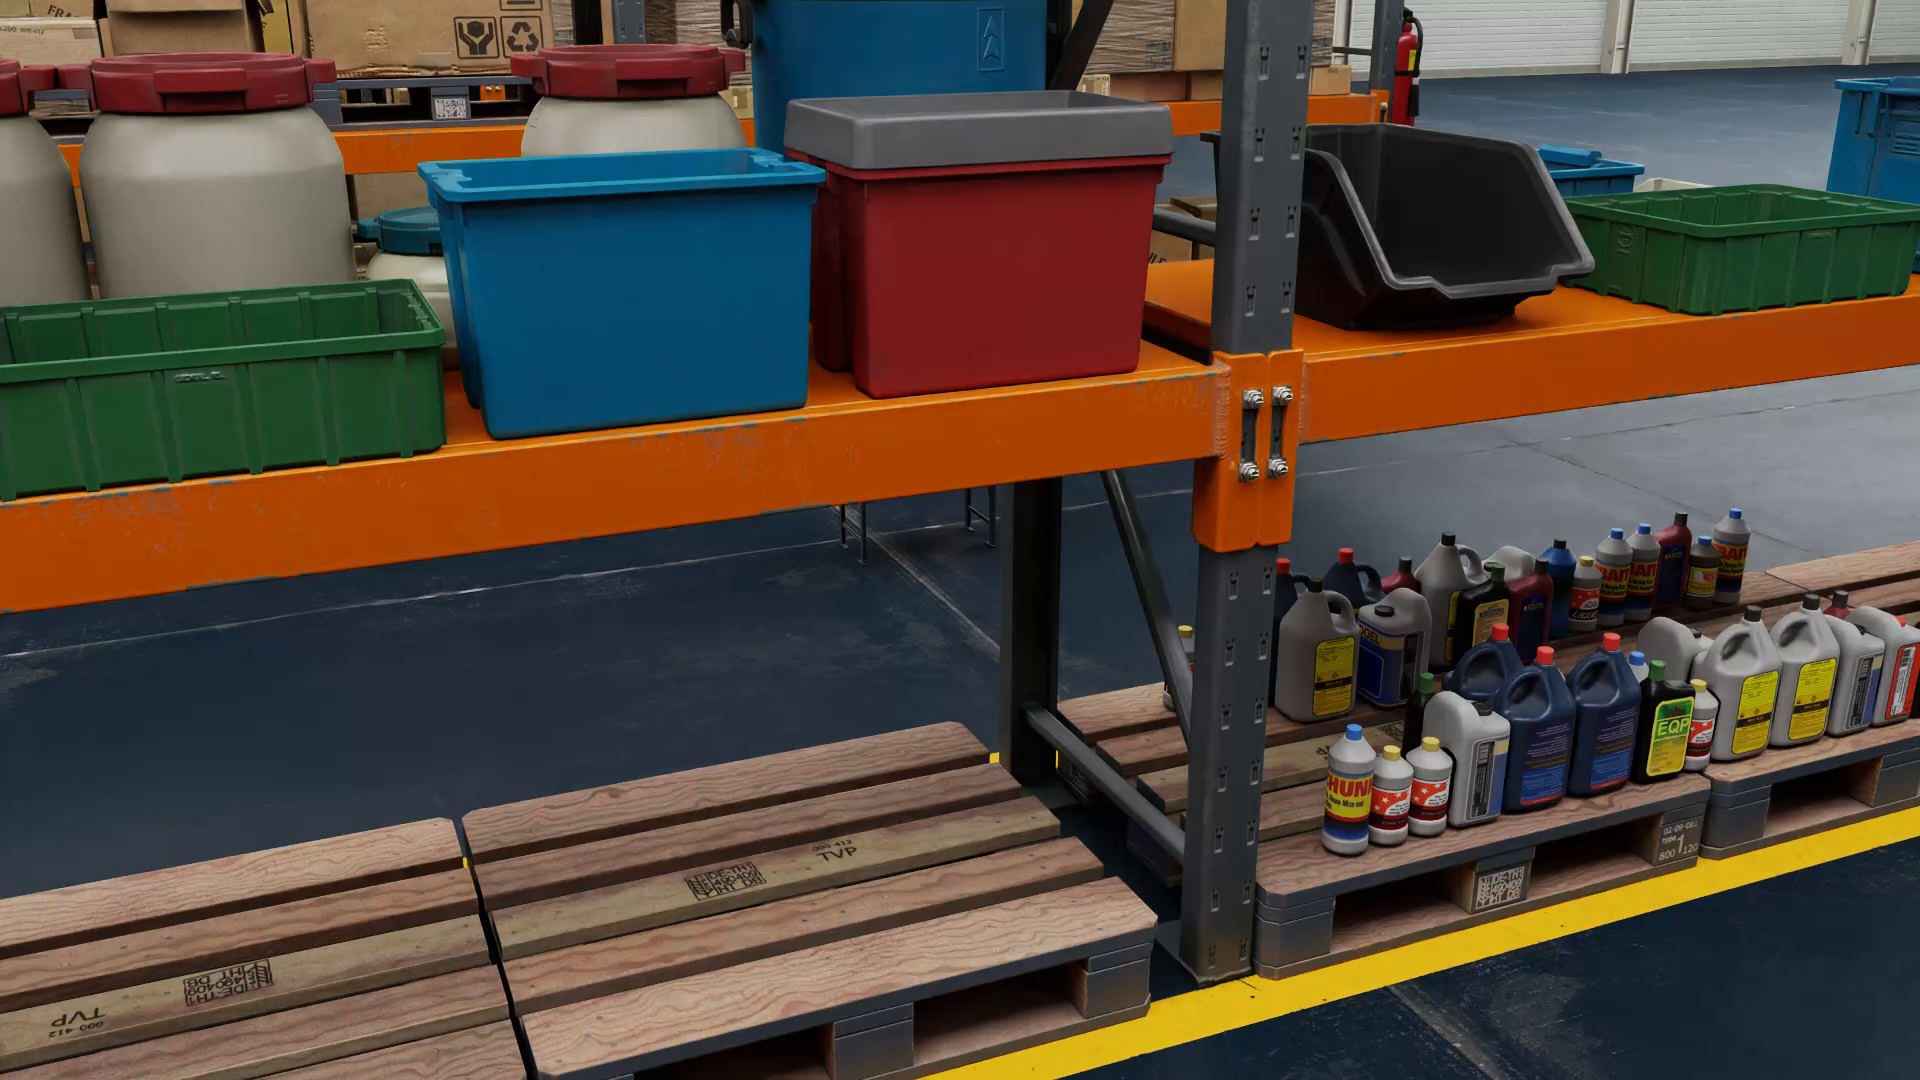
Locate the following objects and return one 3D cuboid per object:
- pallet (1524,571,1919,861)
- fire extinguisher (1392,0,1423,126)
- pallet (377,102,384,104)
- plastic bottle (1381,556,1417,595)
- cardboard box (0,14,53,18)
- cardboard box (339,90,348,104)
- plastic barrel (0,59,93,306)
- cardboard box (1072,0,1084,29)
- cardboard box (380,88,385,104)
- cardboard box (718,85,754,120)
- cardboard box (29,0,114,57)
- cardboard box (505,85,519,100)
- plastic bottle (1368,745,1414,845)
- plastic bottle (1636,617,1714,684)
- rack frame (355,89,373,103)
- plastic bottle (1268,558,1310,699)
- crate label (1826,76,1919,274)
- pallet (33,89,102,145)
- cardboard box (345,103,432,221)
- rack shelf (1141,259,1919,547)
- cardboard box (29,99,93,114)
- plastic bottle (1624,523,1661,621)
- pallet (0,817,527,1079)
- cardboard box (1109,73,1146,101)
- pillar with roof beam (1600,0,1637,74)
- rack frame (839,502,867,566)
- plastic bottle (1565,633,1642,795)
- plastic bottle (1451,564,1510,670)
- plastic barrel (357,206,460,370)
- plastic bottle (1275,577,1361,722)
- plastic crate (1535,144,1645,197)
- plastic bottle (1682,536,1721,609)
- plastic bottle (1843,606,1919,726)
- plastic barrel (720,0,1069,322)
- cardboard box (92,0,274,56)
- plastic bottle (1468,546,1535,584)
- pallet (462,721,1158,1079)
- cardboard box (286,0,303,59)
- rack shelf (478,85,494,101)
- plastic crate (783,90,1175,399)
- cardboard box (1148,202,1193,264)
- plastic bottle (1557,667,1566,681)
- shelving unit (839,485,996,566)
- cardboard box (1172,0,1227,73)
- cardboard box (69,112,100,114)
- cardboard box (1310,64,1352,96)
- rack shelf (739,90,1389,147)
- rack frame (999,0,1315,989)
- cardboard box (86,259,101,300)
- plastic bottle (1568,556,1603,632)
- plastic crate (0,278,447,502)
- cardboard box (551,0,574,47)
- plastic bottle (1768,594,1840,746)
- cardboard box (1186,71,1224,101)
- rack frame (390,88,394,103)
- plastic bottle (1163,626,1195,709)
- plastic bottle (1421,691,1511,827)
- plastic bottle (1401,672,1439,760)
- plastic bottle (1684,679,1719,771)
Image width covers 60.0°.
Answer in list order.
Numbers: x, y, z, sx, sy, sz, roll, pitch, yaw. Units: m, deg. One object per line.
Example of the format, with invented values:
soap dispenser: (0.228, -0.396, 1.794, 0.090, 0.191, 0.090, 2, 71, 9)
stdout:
pallet: (2.106, 0.422, 4.505, 1.213, 0.211, 1.003, -8, 21, -22)
fire extinguisher: (2.349, -2.530, 8.808, 0.183, 0.674, 0.296, -8, 21, -22)
pallet: (-6.759, -5.478, 21.262, 1.213, 0.211, 1.003, -8, 21, -22)
plastic bottle: (1.137, 0.186, 4.404, 0.133, 0.283, 0.061, -7, 20, -18)
cardboard box: (-3.860, -2.076, 6.972, 0.258, 0.266, 0.396, -9, 21, -23)
cardboard box: (-7.981, -5.707, 20.658, 0.625, 0.625, 0.875, -7, 21, -20)
plastic barrel: (-1.686, -0.507, 2.742, 0.433, 0.535, 0.433, 0, 19, 0)
cardboard box: (0.194, -2.599, 8.287, 0.500, 0.500, 0.875, -8, 21, -22)
cardboard box: (-7.141, -5.728, 21.281, 0.500, 0.250, 0.500, -8, 21, -21)
cardboard box: (-1.060, -2.013, 7.601, 0.250, 0.149, 0.380, -8, 21, -22)
cardboard box: (-5.708, -3.323, 10.794, 0.500, 0.500, 0.500, -8, 21, -22)
cardboard box: (-2.878, -2.949, 12.448, 0.875, 0.875, 0.875, -8, 21, -21)
plastic bottle: (0.910, 0.535, 3.537, 0.097, 0.201, 0.097, 0, 19, 0)
plastic bottle: (1.738, 0.319, 4.037, 0.135, 0.276, 0.152, -8, 21, -22)
rack frame: (-7.506, -6.701, 20.538, 0.127, 3.000, 1.000, -8, 21, -22)
plastic bottle: (0.828, 0.214, 4.225, 0.185, 0.351, 0.144, -9, 21, -23)
crate label: (2.440, -0.874, 3.934, 0.616, 0.435, 0.502, -8, 21, -22)
pallet: (-3.483, -1.822, 6.970, 1.213, 0.211, 1.003, -8, 21, -22)
cardboard box: (-4.018, -2.720, 11.985, 0.750, 0.750, 1.050, -8, 21, -22)
rack shelf: (2.187, -0.579, 4.234, 4.000, 0.370, 1.077, -8, 21, -22)
cardboard box: (-10.601, -5.331, 19.589, 0.625, 0.625, 0.875, -7, 21, -20)
plastic bottle: (1.920, 0.086, 4.706, 0.097, 0.271, 0.097, 0, 19, 0)
pallet: (-1.477, 0.937, 3.044, 1.213, 0.211, 1.003, -8, 21, -22)
cardboard box: (0.740, -2.304, 8.427, 0.250, 0.149, 0.380, -8, 21, -22)
pillar with roof beam: (13.403, -11.296, 24.553, 0.400, 9.000, 9.100, -8, 21, -22)
rack frame: (-0.376, -0.512, 5.670, 0.015, 1.200, 0.240, -8, 21, -22)
plastic bottle: (1.429, 0.382, 3.747, 0.185, 0.351, 0.144, -9, 21, -24)
plastic bottle: (1.365, 0.206, 4.349, 0.133, 0.283, 0.061, -8, 21, -22)
plastic barrel: (-0.926, -0.463, 3.029, 0.301, 0.262, 0.301, 0, 19, 0)
plastic bottle: (0.885, 0.258, 4.100, 0.185, 0.351, 0.144, -8, 21, -22)
plastic crate: (1.259, -0.814, 4.041, 0.616, 0.251, 0.499, -8, 21, -22)
plastic bottle: (2.140, 0.088, 4.807, 0.097, 0.201, 0.097, 0, 19, 0)
plastic bottle: (2.268, 0.295, 4.105, 0.135, 0.276, 0.152, -8, 21, -22)
plastic barrel: (-0.124, -0.934, 3.402, 0.708, 0.901, 0.600, -8, 21, -22)
cardboard box: (-3.167, -2.157, 6.843, 0.637, 0.503, 0.797, -6, 20, -16)
plastic bottle: (1.451, 0.161, 4.487, 0.135, 0.276, 0.152, -8, 21, -21)
pallet: (-0.355, 0.775, 3.504, 1.213, 0.211, 1.003, -8, 21, -22)
cardboard box: (-4.320, -3.522, 11.359, 0.500, 0.500, 0.500, -8, 21, -23)
rack shelf: (-5.320, -3.089, 11.363, 4.000, 0.370, 1.077, -8, 21, -22)
plastic crate: (0.027, -0.529, 2.911, 0.583, 0.464, 0.402, -8, 21, -22)
cardboard box: (0.946, -1.545, 9.025, 0.500, 0.500, 0.500, -3, 20, -8)
plastic bottle: (1.341, 0.388, 3.848, 0.097, 0.271, 0.097, 0, 19, 0)
shelving unit: (-0.152, -0.544, 5.761, 0.503, 1.200, 0.258, -8, 21, -22)
cardboard box: (1.134, -2.713, 8.613, 0.500, 0.500, 0.875, -8, 21, -22)
cardboard box: (-8.012, -3.791, 15.597, 0.625, 0.372, 0.950, -9, 21, -23)
cardboard box: (1.882, -2.473, 8.908, 0.250, 0.149, 0.380, -8, 21, -22)
rack shelf: (0.225, -2.090, 8.524, 4.000, 0.370, 1.077, -8, 21, -22)
rack frame: (0.350, -0.656, 3.367, 0.127, 3.000, 1.000, -8, 21, -22)
cardboard box: (-3.655, -0.916, 7.209, 0.500, 0.500, 0.700, -6, 20, -17)
plastic bottle: (1.738, 0.145, 4.644, 0.097, 0.201, 0.097, 0, 19, 0)
plastic crate: (-1.137, -0.240, 2.508, 0.662, 0.188, 0.450, -8, 21, -22)
cardboard box: (-3.149, -3.815, 12.114, 0.550, 0.550, 0.875, -8, 21, -22)
plastic bottle: (1.990, 0.301, 3.975, 0.185, 0.351, 0.144, -7, 21, -20)
cardboard box: (1.207, -2.364, 8.597, 0.250, 0.149, 0.380, -8, 21, -22)
rack frame: (-5.537, -5.188, 16.240, 0.127, 3.000, 1.000, -8, 21, -22)
plastic bottle: (0.560, 0.314, 4.165, 0.097, 0.201, 0.097, 0, 19, 0)
plastic bottle: (1.103, 0.462, 3.631, 0.135, 0.276, 0.152, -7, 21, -20)
plastic bottle: (1.060, 0.427, 3.721, 0.133, 0.283, 0.061, -8, 21, -22)
plastic bottle: (1.699, 0.422, 3.857, 0.097, 0.201, 0.097, 0, 19, 0)
